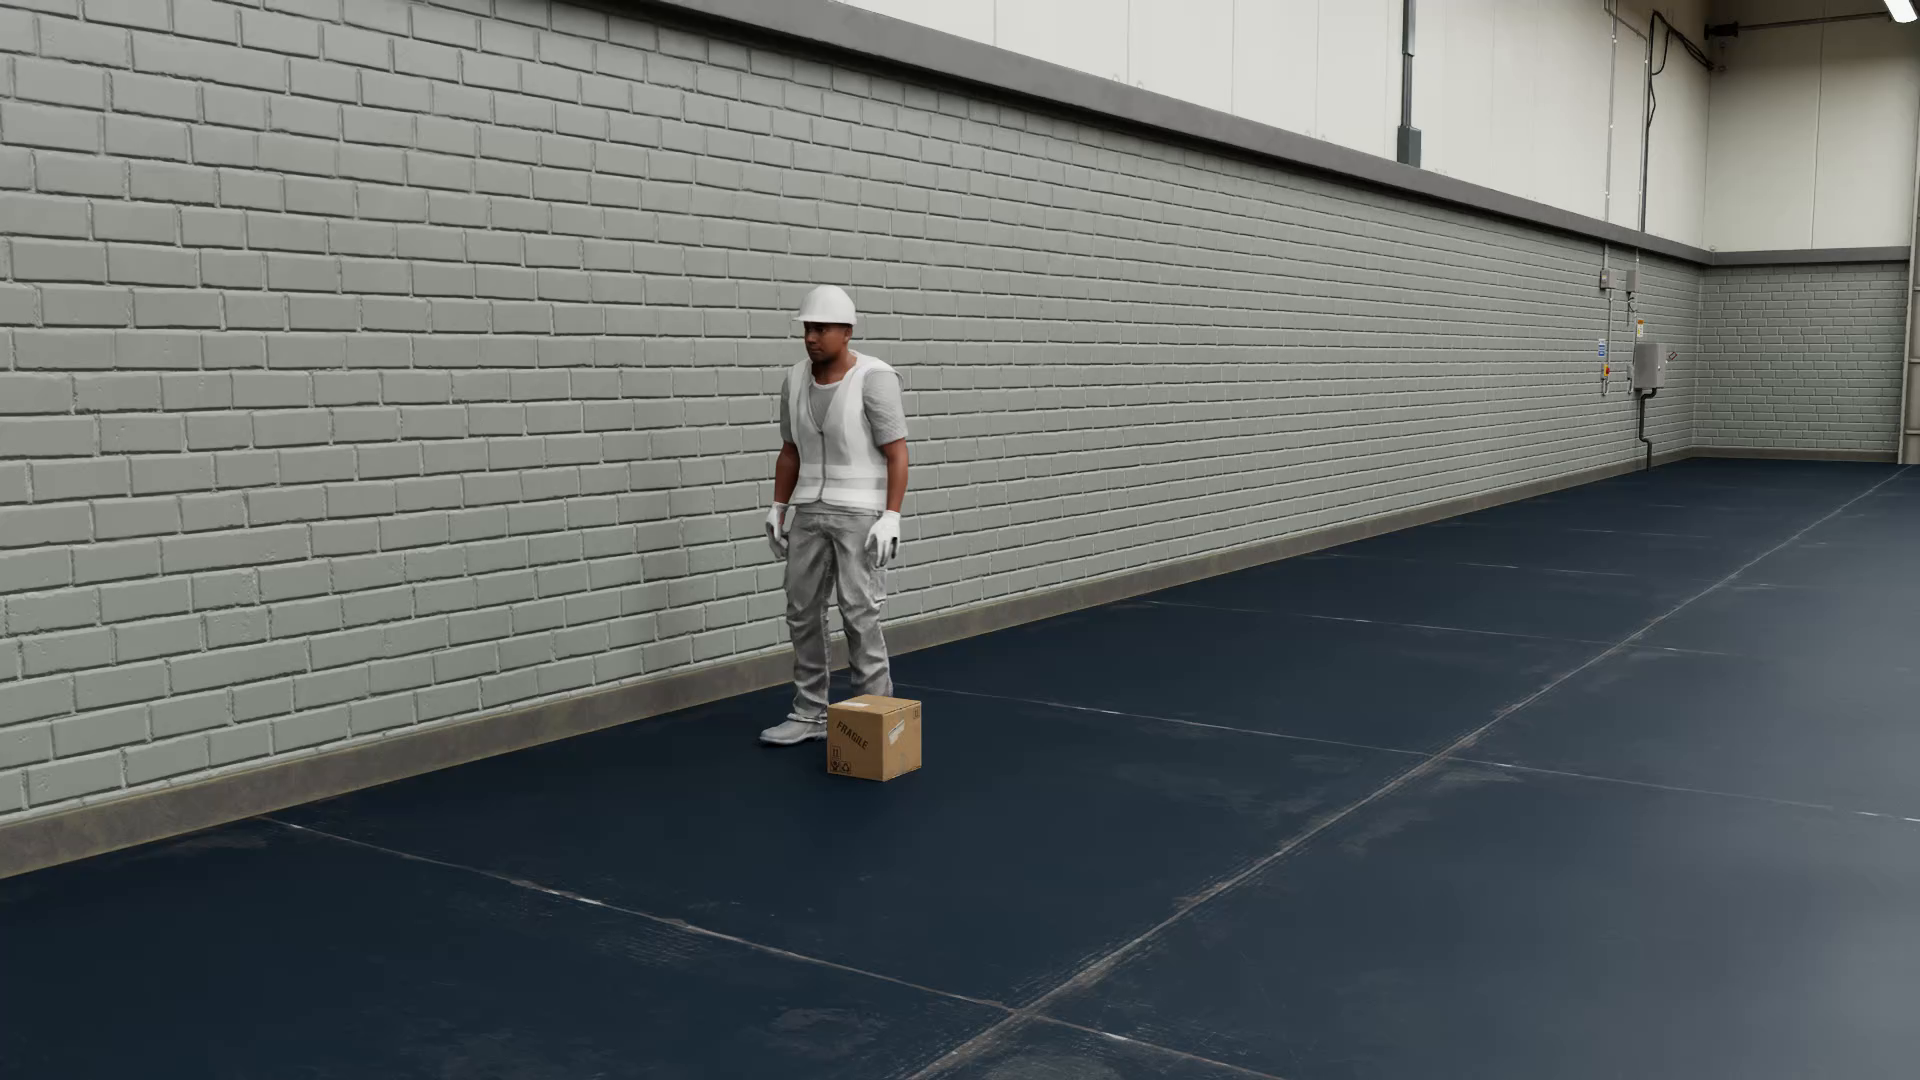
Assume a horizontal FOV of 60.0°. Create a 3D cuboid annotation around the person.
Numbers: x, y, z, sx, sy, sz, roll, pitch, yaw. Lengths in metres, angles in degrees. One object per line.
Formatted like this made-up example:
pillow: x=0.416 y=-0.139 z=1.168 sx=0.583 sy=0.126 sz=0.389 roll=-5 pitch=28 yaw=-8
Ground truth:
person: x=-0.478 y=-0.077 z=6.376 sx=0.616 sy=1.774 sz=0.449 roll=4 pitch=7 yaw=33
